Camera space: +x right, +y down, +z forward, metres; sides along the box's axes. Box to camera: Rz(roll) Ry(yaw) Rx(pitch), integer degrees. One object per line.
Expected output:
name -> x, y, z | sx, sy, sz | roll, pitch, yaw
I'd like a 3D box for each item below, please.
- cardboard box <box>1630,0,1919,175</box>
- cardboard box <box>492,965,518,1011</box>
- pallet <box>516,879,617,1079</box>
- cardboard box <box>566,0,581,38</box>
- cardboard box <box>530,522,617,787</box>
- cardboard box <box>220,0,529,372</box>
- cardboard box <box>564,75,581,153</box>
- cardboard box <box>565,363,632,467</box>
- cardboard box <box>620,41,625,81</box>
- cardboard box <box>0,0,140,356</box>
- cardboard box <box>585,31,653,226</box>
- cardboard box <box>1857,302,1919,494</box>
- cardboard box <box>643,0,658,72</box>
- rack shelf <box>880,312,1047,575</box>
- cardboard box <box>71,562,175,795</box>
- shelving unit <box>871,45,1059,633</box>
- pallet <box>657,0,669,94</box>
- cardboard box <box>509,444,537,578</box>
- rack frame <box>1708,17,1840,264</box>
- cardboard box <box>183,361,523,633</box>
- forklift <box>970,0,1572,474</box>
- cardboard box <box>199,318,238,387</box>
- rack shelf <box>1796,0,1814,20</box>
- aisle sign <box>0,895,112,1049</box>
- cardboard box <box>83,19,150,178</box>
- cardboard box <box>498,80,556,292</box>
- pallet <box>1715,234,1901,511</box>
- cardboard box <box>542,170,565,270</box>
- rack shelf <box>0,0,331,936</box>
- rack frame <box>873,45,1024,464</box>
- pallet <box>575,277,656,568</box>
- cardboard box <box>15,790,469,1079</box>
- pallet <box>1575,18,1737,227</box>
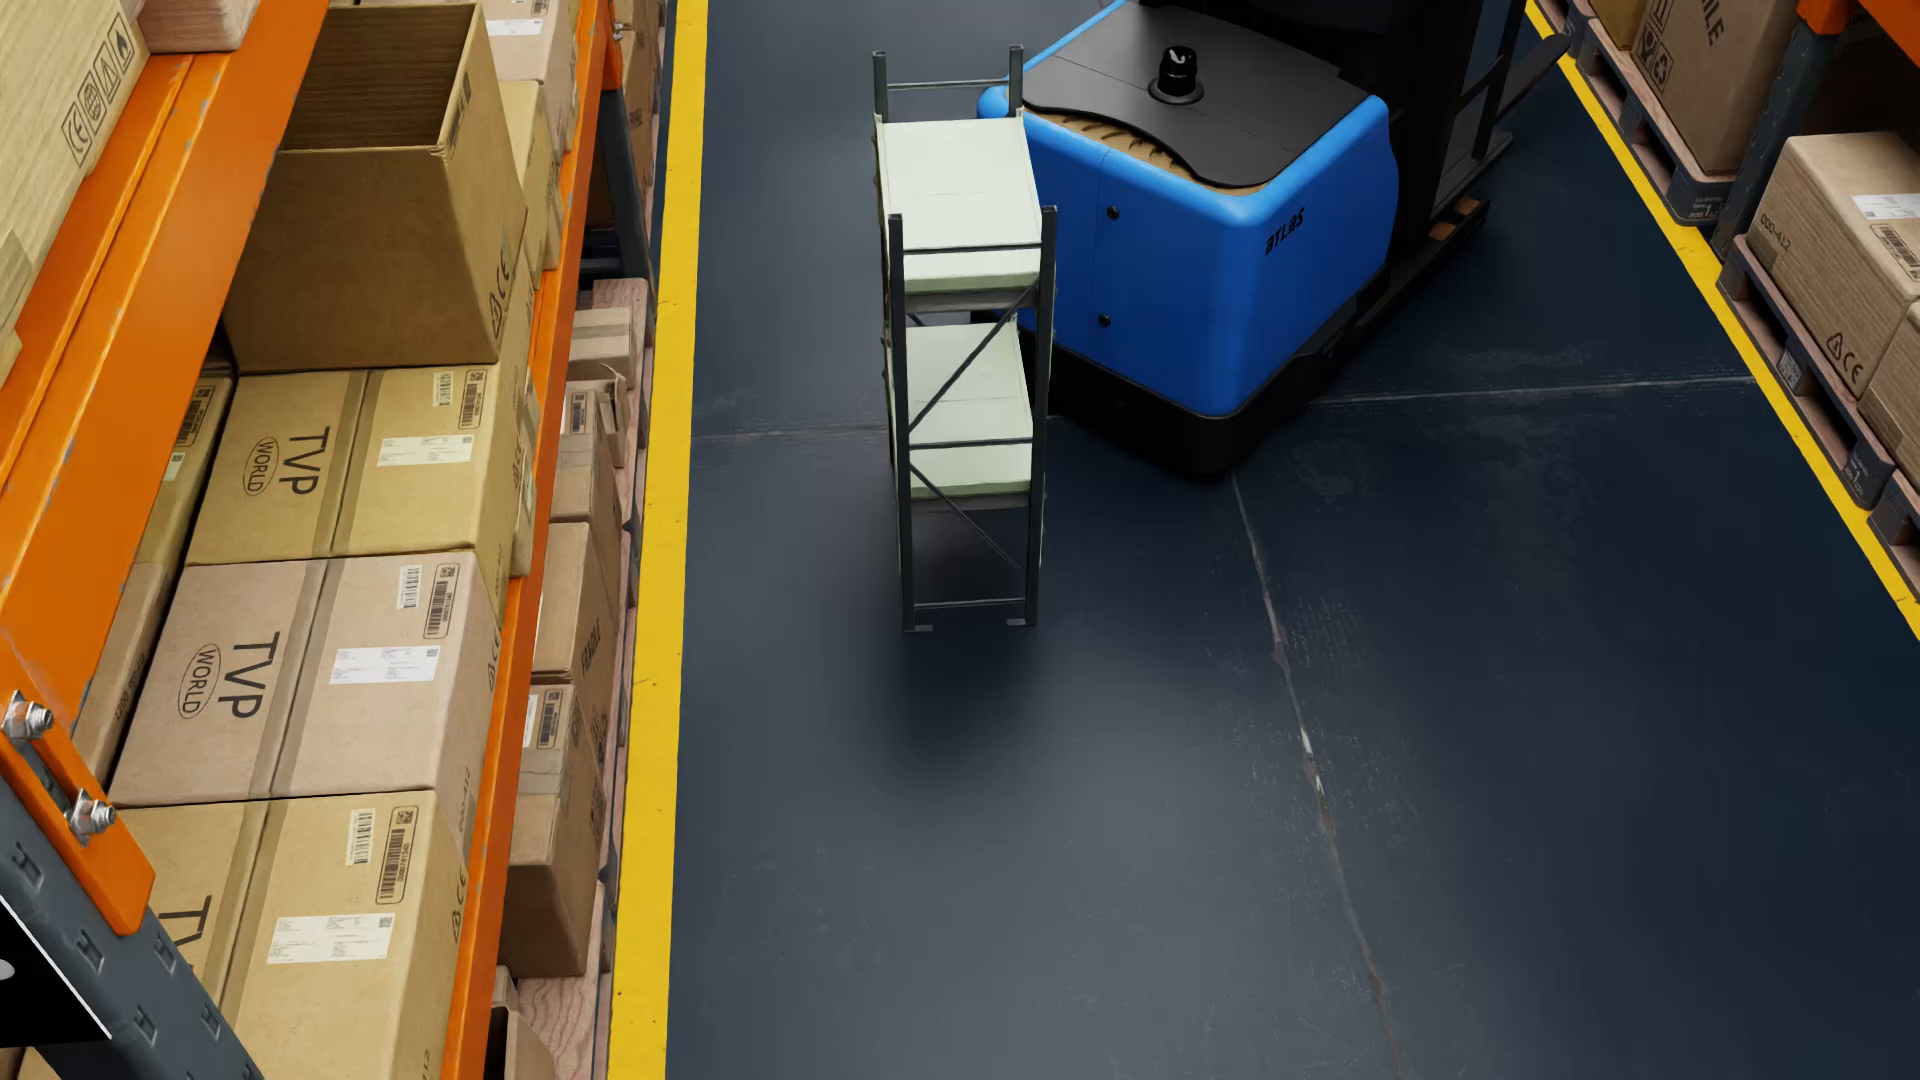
cardboard box -> 3.215, -2.001, 6.253 | 0.875, 0.875, 0.875 | -2, 47, -2
cardboard box -> -1.218, 1.133, 3.785 | 0.380, 0.149, 0.250 | -5, 47, -5
pallet -> -1.338, 1.383, 3.795 | 1.003, 0.211, 1.213 | -3, 47, -3
cardboard box -> -1.313, -1.536, 4.537 | 0.500, 0.250, 0.500 | -2, 47, -2
cardboard box -> -1.198, 0.313, 4.320 | 0.500, 0.500, 0.500 | -3, 47, -3
cardboard box -> -1.160, -0.683, 3.213 | 0.500, 0.500, 0.500 | -2, 47, -2
cardboard box -> -1.232, -1.163, 4.459 | 0.380, 0.149, 0.250 | -2, 47, -2
cardboard box -> -1.230, -0.399, 5.156 | 0.396, 0.266, 0.258 | -2, 47, -2
cardboard box -> -1.364, -1.622, 5.706 | 0.380, 0.149, 0.250 | -1, 47, -1
cardboard box -> -1.029, -0.364, 1.362 | 0.500, 0.250, 0.500 | -4, 47, -4
cardboard box -> -1.415, -1.487, 6.025 | 0.500, 0.500, 0.500 | -2, 47, -2
cardboard box -> 3.368, -0.298, 4.942 | 0.875, 0.438, 0.875 | -5, 47, -4
cardboard box -> -1.507, -2.233, 6.731 | 0.500, 0.500, 0.500 | -5, 47, -4
rack shelf -> -0.001, -0.296, 4.947 | 0.431, 0.370, 0.720 | -3, 47, -3
cardboard box -> -1.609, 0.315, 2.784 | 0.500, 0.250, 0.500 | -3, 47, -3
shelving unit -> -0.001, -0.521, 4.710 | 0.431, 1.500, 0.755 | -3, 47, -3
pallet -> -1.810, -2.351, 7.331 | 1.003, 0.211, 1.213 | -3, 47, -3
cardboard box -> -1.077, -0.048, 3.402 | 0.380, 0.149, 0.250 | -5, 47, -4
rack frame -> 3.347, -2.143, 5.214 | 1.000, 3.000, 0.127 | -3, 47, -3
cardboard box -> -1.122, -0.071, 3.150 | 0.500, 0.250, 0.500 | -4, 47, -4
forklift -> 1.345, -2.237, 5.350 | 1.130, 2.935, 3.031 | 30, 53, 25
cardboard box -> -1.690, -0.422, 3.482 | 0.500, 0.250, 0.500 | -4, 47, -3
rack shelf -> 3.179, -3.343, 6.845 | 1.077, 0.370, 4.000 | -3, 47, -3
aisle sign -> -0.966, 0.193, 1.211 | 0.394, 0.787, 0.004 | -3, 47, -3
cardboard box -> -1.112, -0.509, 1.773 | 0.380, 0.149, 0.250 | -3, 47, -3
cardboard box -> -1.228, -0.813, 3.852 | 0.500, 0.250, 0.500 | -4, 47, -4
pallet -> 3.332, -0.629, 5.701 | 1.003, 0.211, 1.213 | -3, 47, -3
cardboard box -> -1.187, -0.789, 4.104 | 0.380, 0.149, 0.250 | -4, 47, -4
rack shelf -> -1.432, -1.176, 2.727 | 1.077, 0.370, 4.000 | -3, 47, -3
rack frame -> -0.031, -0.785, 4.961 | 0.400, 1.500, 0.023 | -3, 47, -3
pallet -> -1.543, -0.383, 5.467 | 1.003, 0.211, 1.213 | -3, 47, -3
cardboard box -> -1.034, 0.660, 2.457 | 0.500, 0.250, 0.500 | -3, 47, -3
pallet -> 3.207, -1.738, 6.750 | 1.003, 0.211, 1.213 | -3, 47, -3
